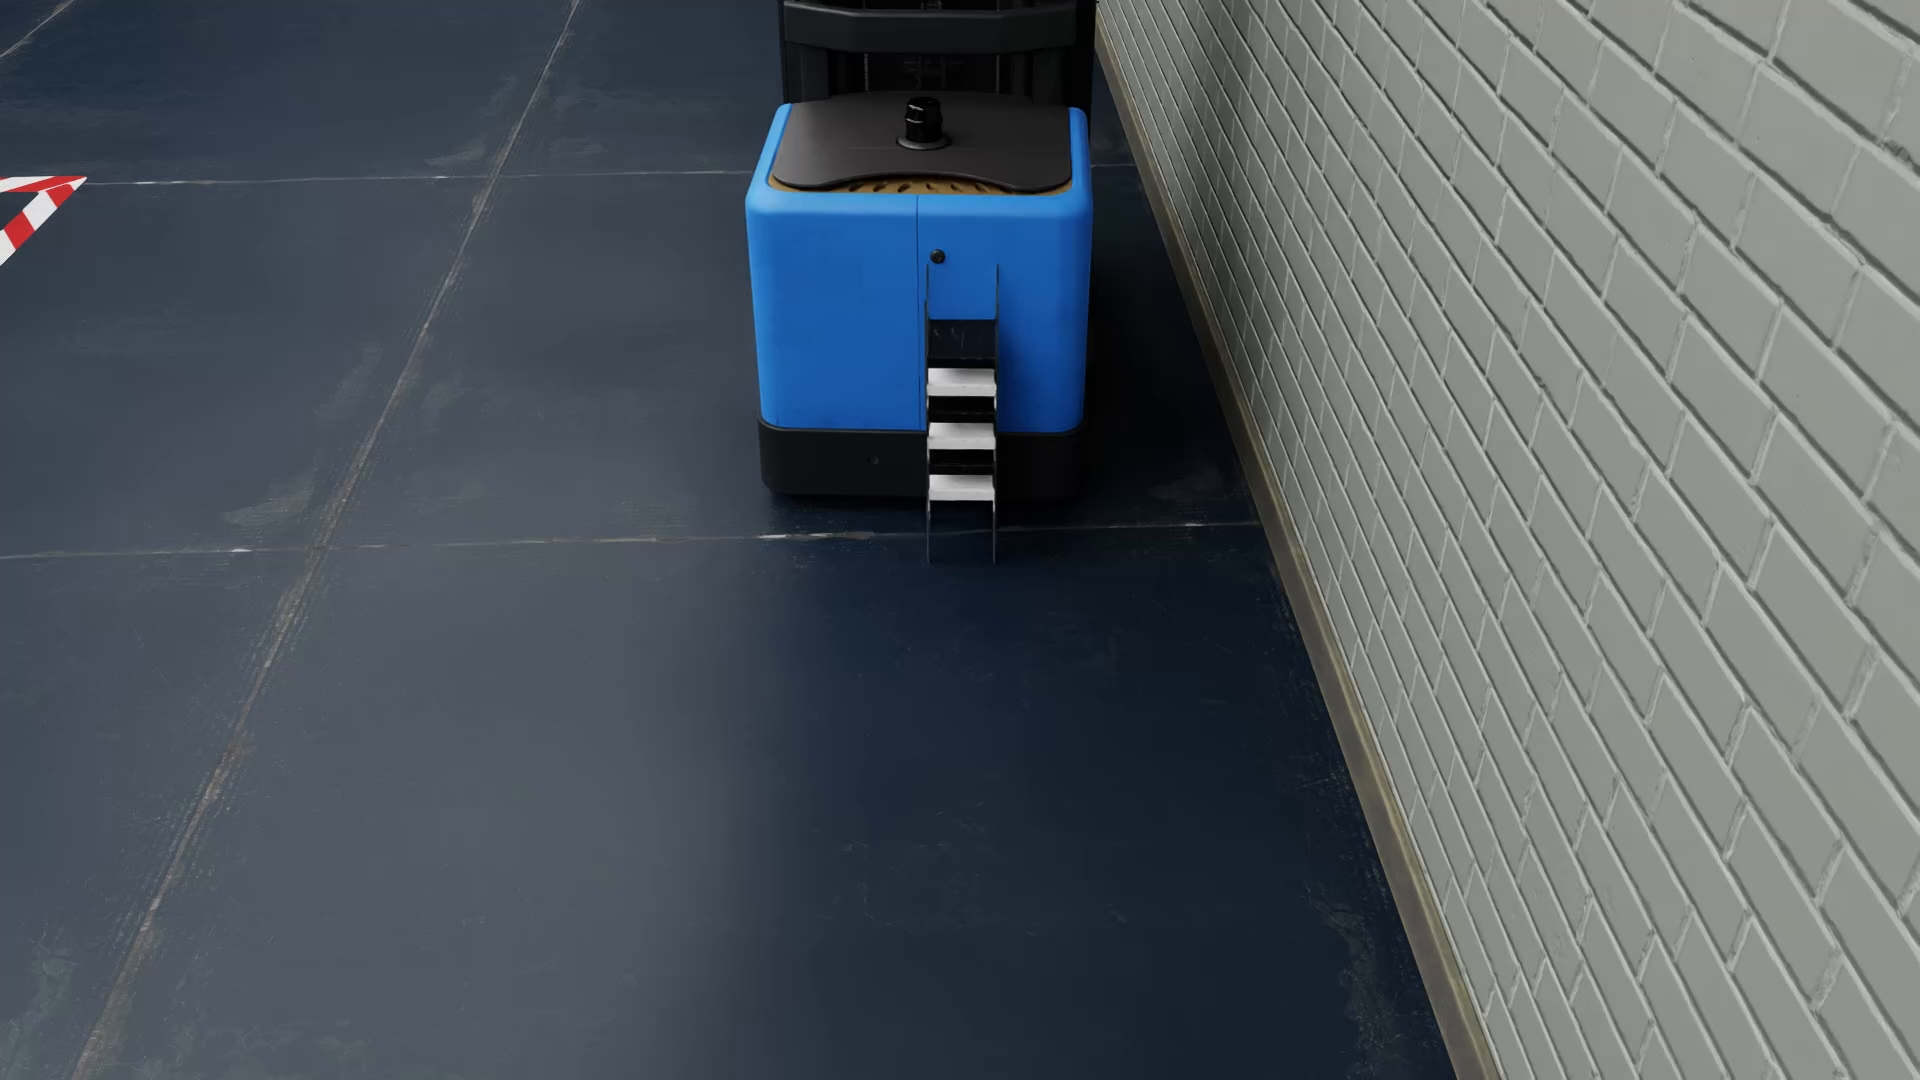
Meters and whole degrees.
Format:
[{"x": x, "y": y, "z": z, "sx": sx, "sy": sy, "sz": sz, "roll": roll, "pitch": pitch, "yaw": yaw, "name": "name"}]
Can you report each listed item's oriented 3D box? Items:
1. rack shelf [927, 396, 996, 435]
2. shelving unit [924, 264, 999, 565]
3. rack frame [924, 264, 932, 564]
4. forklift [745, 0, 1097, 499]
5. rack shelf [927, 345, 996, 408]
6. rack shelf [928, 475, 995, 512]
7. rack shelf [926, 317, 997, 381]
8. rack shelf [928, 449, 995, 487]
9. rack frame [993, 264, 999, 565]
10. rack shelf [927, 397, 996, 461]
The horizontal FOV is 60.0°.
[{"x": 0.006, "y": -0.410, "z": 4.952, "sx": 0.200, "sy": 0.077, "sz": 0.258, "roll": 0, "pitch": 35, "yaw": 1, "name": "rack shelf"}, {"x": 0.006, "y": -0.363, "z": 4.984, "sx": 0.210, "sy": 0.900, "sz": 0.258, "roll": 0, "pitch": 35, "yaw": 1, "name": "shelving unit"}, {"x": -0.095, "y": -0.364, "z": 4.985, "sx": 0.006, "sy": 0.900, "sz": 0.240, "roll": 0, "pitch": 35, "yaw": 1, "name": "rack frame"}, {"x": -0.070, "y": -2.145, "z": 5.773, "sx": 1.130, "sy": 2.935, "sz": 3.031, "roll": 1, "pitch": 35, "yaw": 2, "name": "forklift"}, {"x": 0.006, "y": -0.484, "z": 4.901, "sx": 0.200, "sy": 0.077, "sz": 0.258, "roll": 0, "pitch": 35, "yaw": 1, "name": "rack shelf"}, {"x": 0.006, "y": -0.188, "z": 5.105, "sx": 0.200, "sy": 0.077, "sz": 0.258, "roll": 0, "pitch": 35, "yaw": 1, "name": "rack shelf"}, {"x": 0.006, "y": -0.558, "z": 4.850, "sx": 0.200, "sy": 0.077, "sz": 0.258, "roll": 0, "pitch": 35, "yaw": 1, "name": "rack shelf"}, {"x": 0.006, "y": -0.262, "z": 5.054, "sx": 0.200, "sy": 0.077, "sz": 0.258, "roll": 0, "pitch": 35, "yaw": 1, "name": "rack shelf"}, {"x": 0.108, "y": -0.362, "z": 4.983, "sx": 0.006, "sy": 0.900, "sz": 0.240, "roll": 0, "pitch": 35, "yaw": 1, "name": "rack frame"}, {"x": 0.006, "y": -0.336, "z": 5.003, "sx": 0.200, "sy": 0.077, "sz": 0.258, "roll": 0, "pitch": 35, "yaw": 1, "name": "rack shelf"}]
